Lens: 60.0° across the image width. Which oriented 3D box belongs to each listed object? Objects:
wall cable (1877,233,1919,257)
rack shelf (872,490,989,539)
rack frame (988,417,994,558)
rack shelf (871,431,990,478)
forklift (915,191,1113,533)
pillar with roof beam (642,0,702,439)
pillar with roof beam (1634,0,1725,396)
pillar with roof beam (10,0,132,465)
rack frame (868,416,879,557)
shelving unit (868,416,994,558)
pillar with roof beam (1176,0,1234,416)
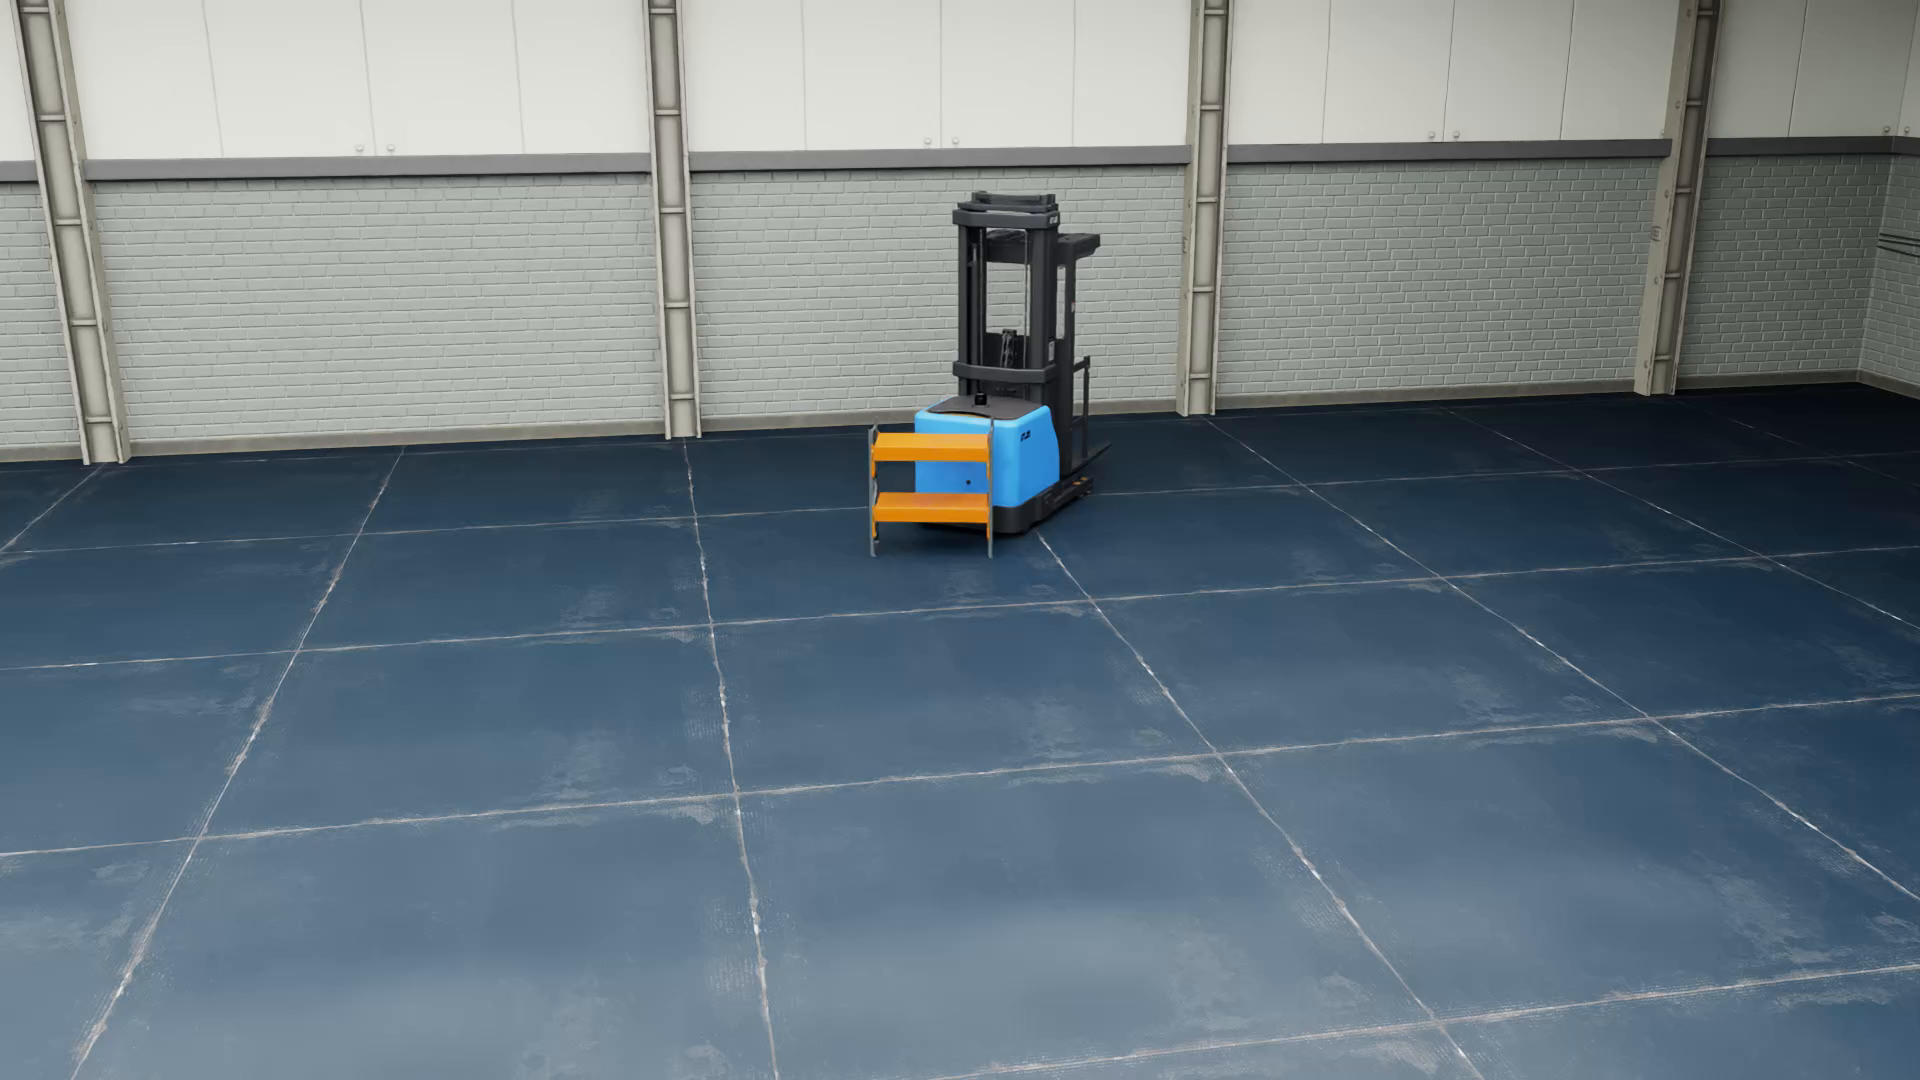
[{"bbox_3d":[11.825,-4.445,19.245,0.112,2.526,3.097,-3,17,-10],"label":"wall cable"},{"bbox_3d":[-0.239,-0.226,14.465,1.000,0.278,0.538,1,17,2],"label":"rack shelf"},{"bbox_3d":[0.269,-0.454,14.373,0.032,1.125,0.500,1,17,2],"label":"rack frame"},{"bbox_3d":[-0.239,-0.740,14.307,1.000,0.278,0.538,1,17,2],"label":"rack shelf"},{"bbox_3d":[0.655,-1.848,15.835,1.130,2.935,3.031,8,19,24],"label":"forklift"},{"bbox_3d":[-2.284,-4.237,13.279,0.400,9.000,9.100,-3,17,-10],"label":"pillar with roof beam"},{"bbox_3d":[9.498,-4.905,15.455,0.400,9.000,9.100,-3,17,-10],"label":"pillar with roof beam"},{"bbox_3d":[-8.175,-3.902,12.191,0.400,9.000,9.100,-3,17,-10],"label":"pillar with roof beam"},{"bbox_3d":[-0.746,-0.466,14.413,0.032,1.125,0.500,1,17,2],"label":"rack frame"},{"bbox_3d":[-0.239,-0.460,14.393,1.048,1.125,0.538,1,17,2],"label":"shelving unit"},{"bbox_3d":[3.607,-4.571,14.367,0.400,9.000,9.100,-3,17,-10],"label":"pillar with roof beam"}]
